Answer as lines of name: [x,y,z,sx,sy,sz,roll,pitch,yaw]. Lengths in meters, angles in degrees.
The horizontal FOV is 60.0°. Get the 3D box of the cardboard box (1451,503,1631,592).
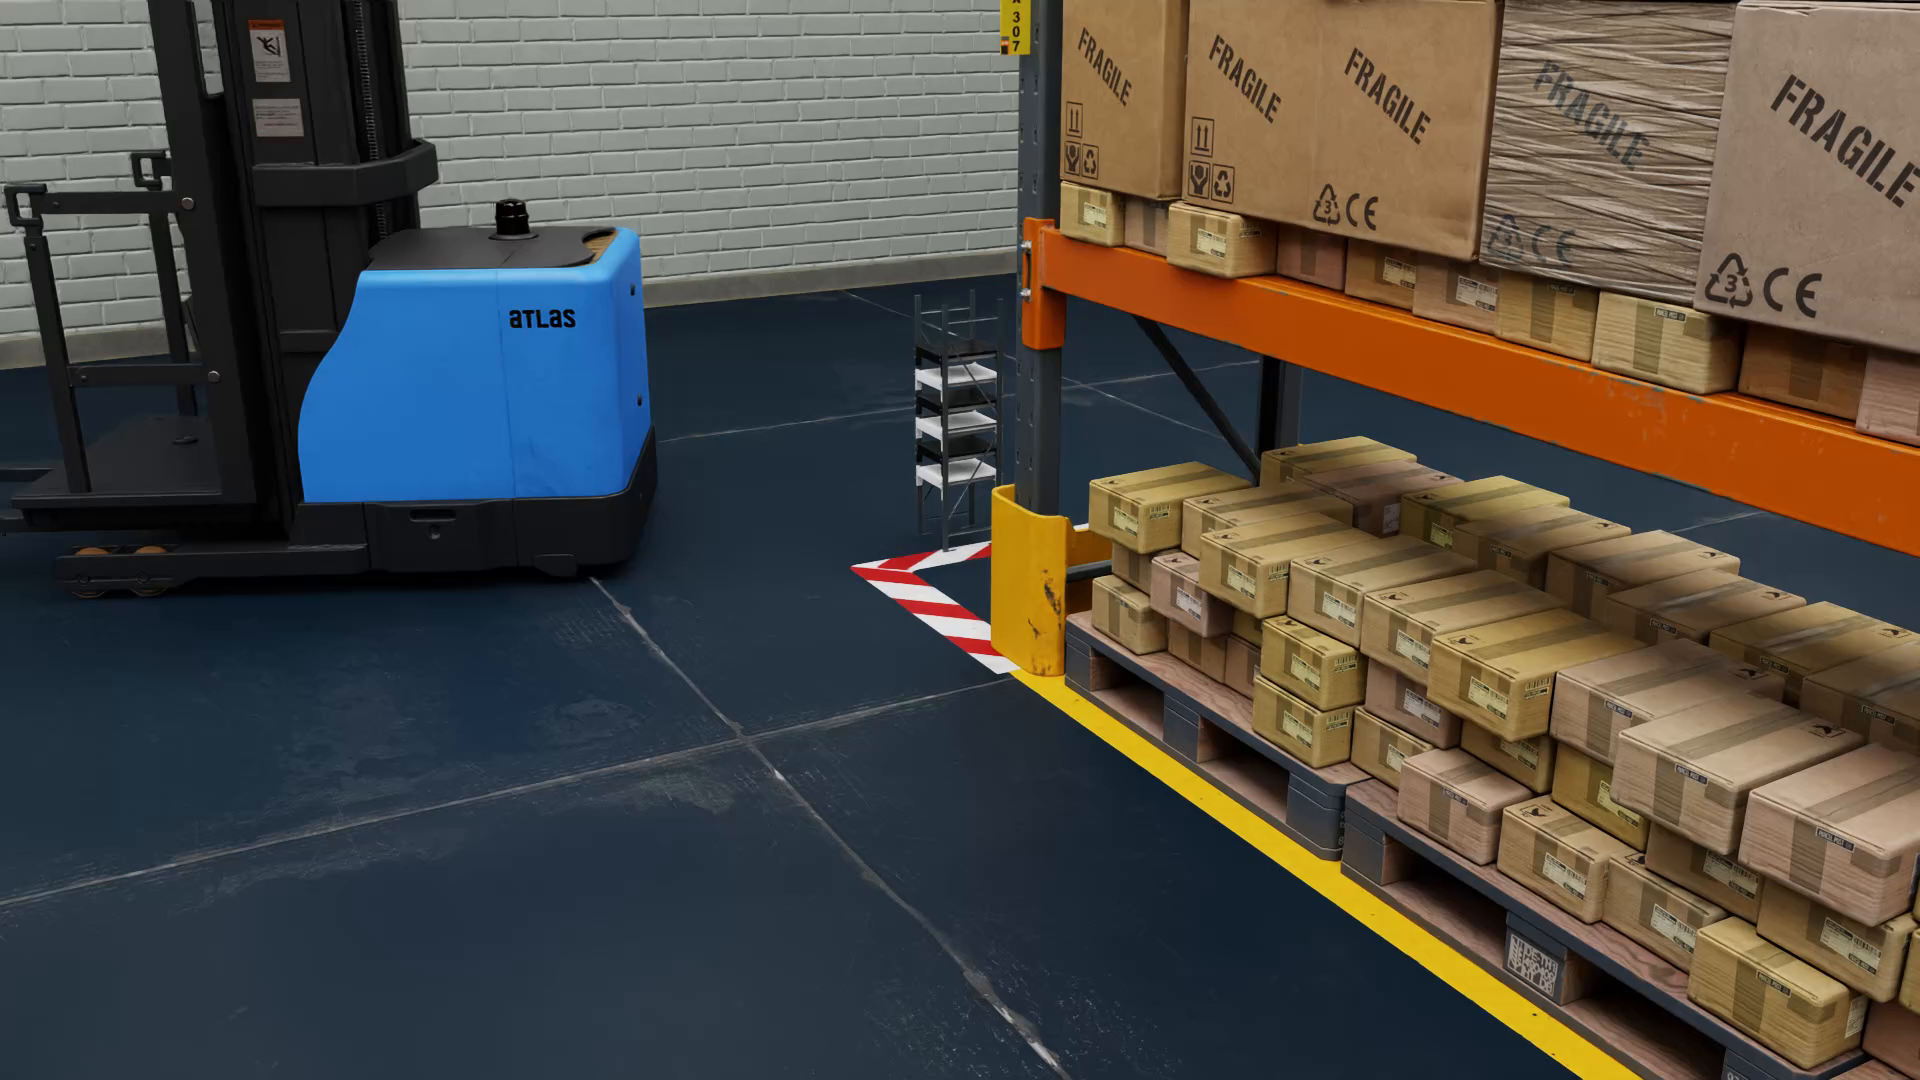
cardboard box: [1.477,0.037,4.242,0.380,0.149,0.250,-11,22,-29]

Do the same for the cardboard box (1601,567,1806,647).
cardboard box: [1.682,0.198,3.774,0.380,0.149,0.250,-11,22,-28]

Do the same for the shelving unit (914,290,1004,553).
shelving unit: [-0.004,-0.428,5.992,0.258,0.900,0.210,-10,21,-27]

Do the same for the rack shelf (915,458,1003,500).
rack shelf: [-0.004,-0.226,6.061,0.258,0.077,0.200,-10,21,-27]

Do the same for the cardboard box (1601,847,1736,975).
cardboard box: [1.489,0.691,3.256,0.380,0.149,0.250,-10,21,-26]

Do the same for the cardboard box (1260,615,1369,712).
cardboard box: [0.956,0.269,4.024,0.380,0.149,0.250,-9,21,-25]

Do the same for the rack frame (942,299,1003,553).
rack frame: [0.044,-0.399,5.907,0.240,0.900,0.006,-10,21,-27]

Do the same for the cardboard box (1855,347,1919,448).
cardboard box: [1.641,-0.237,2.604,0.380,0.149,0.250,-11,22,-29]

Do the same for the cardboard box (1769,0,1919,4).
cardboard box: [1.590,-1.066,2.480,0.500,0.500,0.500,-9,21,-25]

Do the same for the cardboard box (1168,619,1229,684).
cardboard box: [0.796,0.248,4.542,0.380,0.149,0.250,-10,21,-27]

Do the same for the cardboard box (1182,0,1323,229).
cardboard box: [0.879,-1.030,3.910,0.500,0.500,0.500,-10,21,-27]

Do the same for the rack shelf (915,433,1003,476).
rack shelf: [-0.004,-0.311,6.032,0.258,0.077,0.200,-10,21,-27]

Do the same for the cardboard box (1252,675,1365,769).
cardboard box: [0.945,0.408,4.076,0.380,0.149,0.250,-10,21,-26]

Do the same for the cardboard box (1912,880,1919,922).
cardboard box: [1.798,0.566,2.706,0.380,0.149,0.250,-9,21,-25]

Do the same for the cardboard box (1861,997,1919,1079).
cardboard box: [1.795,0.826,2.866,0.380,0.149,0.250,-11,22,-28]

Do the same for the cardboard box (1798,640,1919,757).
cardboard box: [1.913,0.346,3.346,0.380,0.149,0.250,-11,22,-29]

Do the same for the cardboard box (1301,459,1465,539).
cardboard box: [1.175,-0.102,4.644,0.380,0.149,0.250,-10,21,-26]

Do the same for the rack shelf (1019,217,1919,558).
rack shelf: [1.582,-0.250,3.359,1.077,0.370,4.000,-10,21,-27]

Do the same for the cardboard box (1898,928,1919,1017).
cardboard box: [1.787,0.715,2.733,0.380,0.149,0.250,-10,21,-26]

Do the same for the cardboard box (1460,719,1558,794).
cardboard box: [1.331,0.402,3.638,0.380,0.149,0.250,-9,21,-24]

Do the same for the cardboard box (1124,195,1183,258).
cardboard box: [0.655,-0.835,4.337,0.380,0.149,0.250,-9,21,-25]

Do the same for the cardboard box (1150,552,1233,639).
cardboard box: [0.735,0.122,4.450,0.380,0.149,0.250,-10,21,-27]

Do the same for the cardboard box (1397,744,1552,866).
cardboard box: [1.191,0.552,3.661,0.380,0.149,0.250,-11,22,-29]

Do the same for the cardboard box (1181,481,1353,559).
cardboard box: [0.819,-0.032,4.442,0.380,0.149,0.250,-10,21,-26]

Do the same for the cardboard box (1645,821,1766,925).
cardboard box: [1.540,0.564,3.168,0.380,0.149,0.250,-11,22,-29]

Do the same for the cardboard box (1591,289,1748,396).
cardboard box: [1.384,-0.380,3.020,0.380,0.149,0.250,-10,21,-26]

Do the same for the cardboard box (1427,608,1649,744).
cardboard box: [1.224,0.282,3.531,0.380,0.149,0.250,-10,21,-26]

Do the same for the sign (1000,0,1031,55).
sign: [0.155,-1.489,4.521,0.100,0.325,0.005,-10,21,-27]

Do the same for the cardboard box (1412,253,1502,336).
cardboard box: [1.179,-0.539,3.480,0.380,0.149,0.250,-10,22,-28]

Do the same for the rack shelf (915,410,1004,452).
rack shelf: [-0.004,-0.396,6.002,0.258,0.077,0.200,-10,21,-27]

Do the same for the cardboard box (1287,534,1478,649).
cardboard box: [1.016,0.118,4.005,0.380,0.149,0.250,-11,22,-29]

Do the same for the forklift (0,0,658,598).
forklift: [-2.672,-1.370,5.608,3.031,2.935,1.130,-1,19,-4]

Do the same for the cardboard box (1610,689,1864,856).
cardboard box: [1.450,0.427,3.109,0.380,0.149,0.250,-11,22,-29]

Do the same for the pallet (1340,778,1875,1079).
pallet: [1.598,0.765,3.592,1.003,0.211,1.213,-10,21,-27]

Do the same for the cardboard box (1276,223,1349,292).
cardboard box: [0.979,-0.696,3.935,0.380,0.149,0.250,-9,21,-24]

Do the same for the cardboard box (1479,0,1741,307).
cardboard box: [1.348,-0.742,3.075,0.500,0.500,0.500,-11,22,-28]
